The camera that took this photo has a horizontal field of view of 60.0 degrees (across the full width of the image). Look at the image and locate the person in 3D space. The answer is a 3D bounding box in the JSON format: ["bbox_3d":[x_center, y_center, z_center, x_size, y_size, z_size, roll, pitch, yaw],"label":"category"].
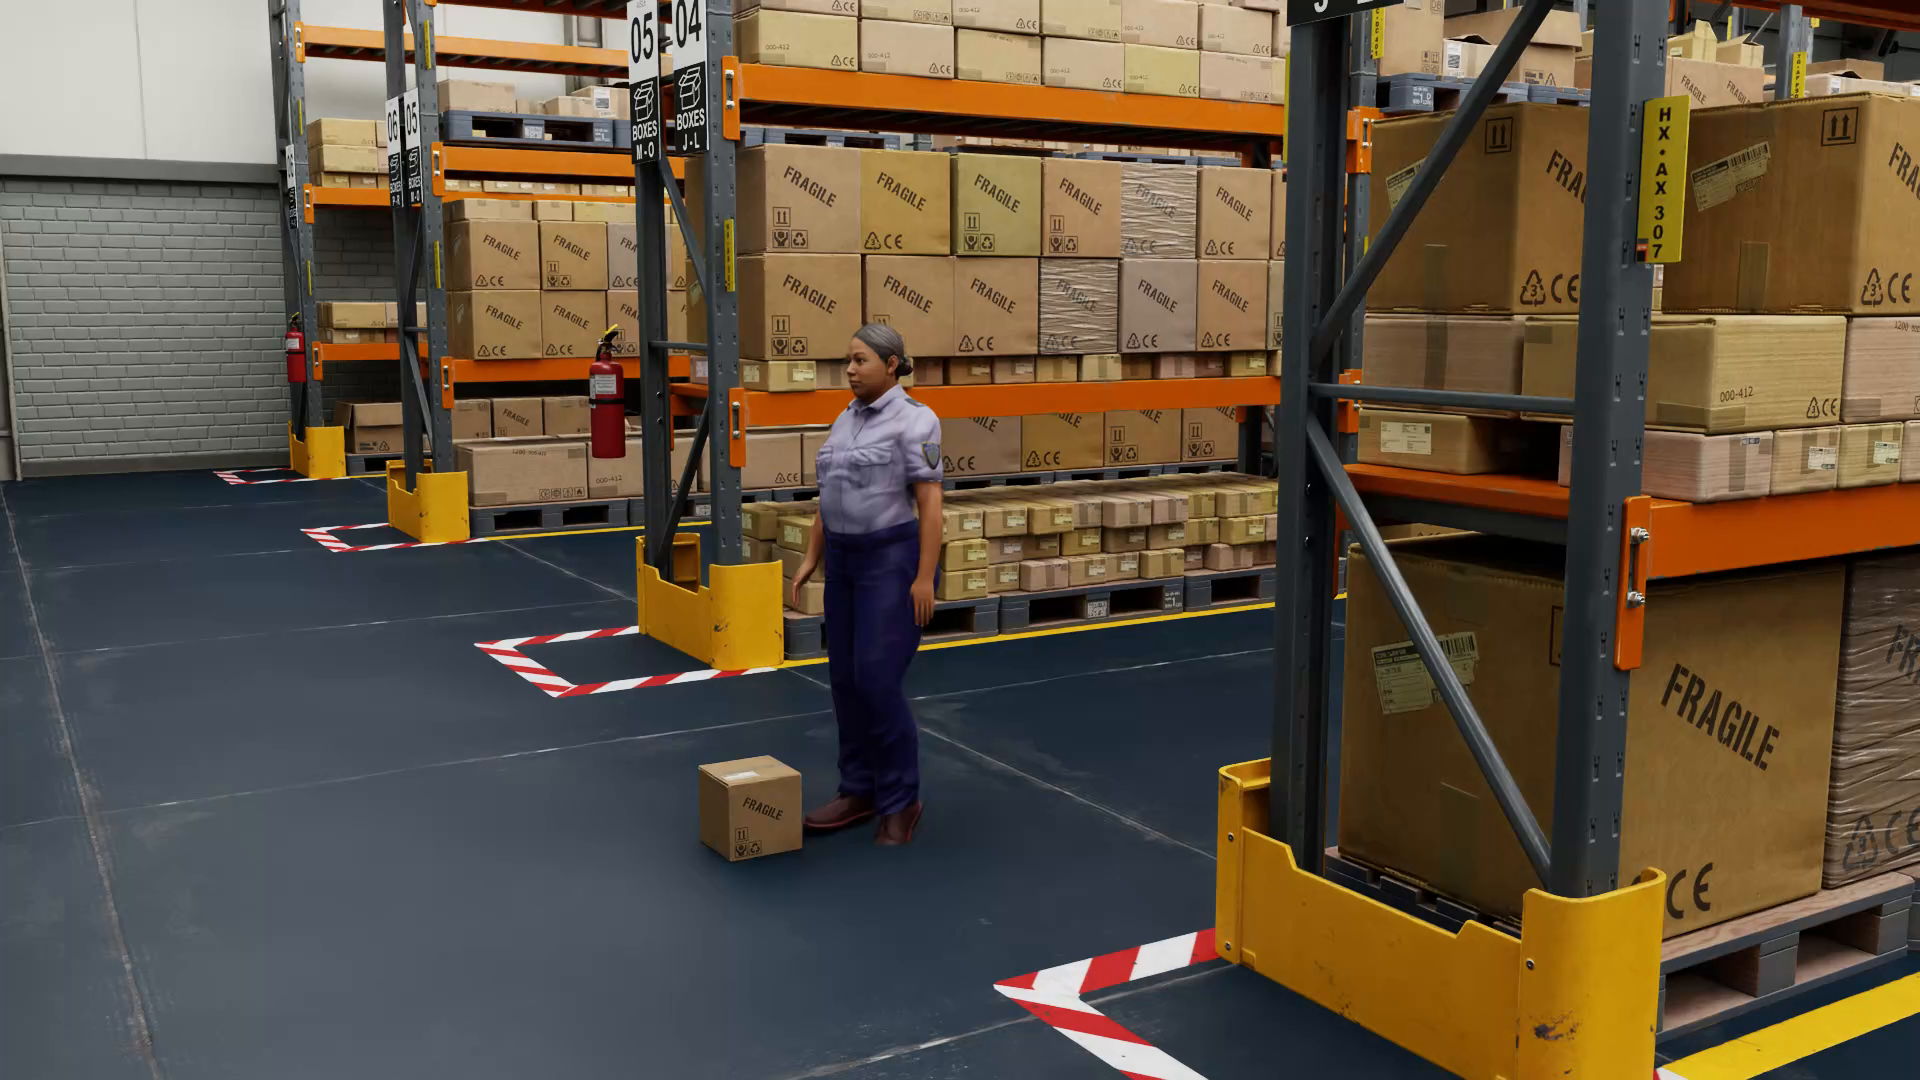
[{"bbox_3d":[-0.306,0.172,5.442,0.425,1.725,0.529,-7,11,-39],"label":"person"}]
